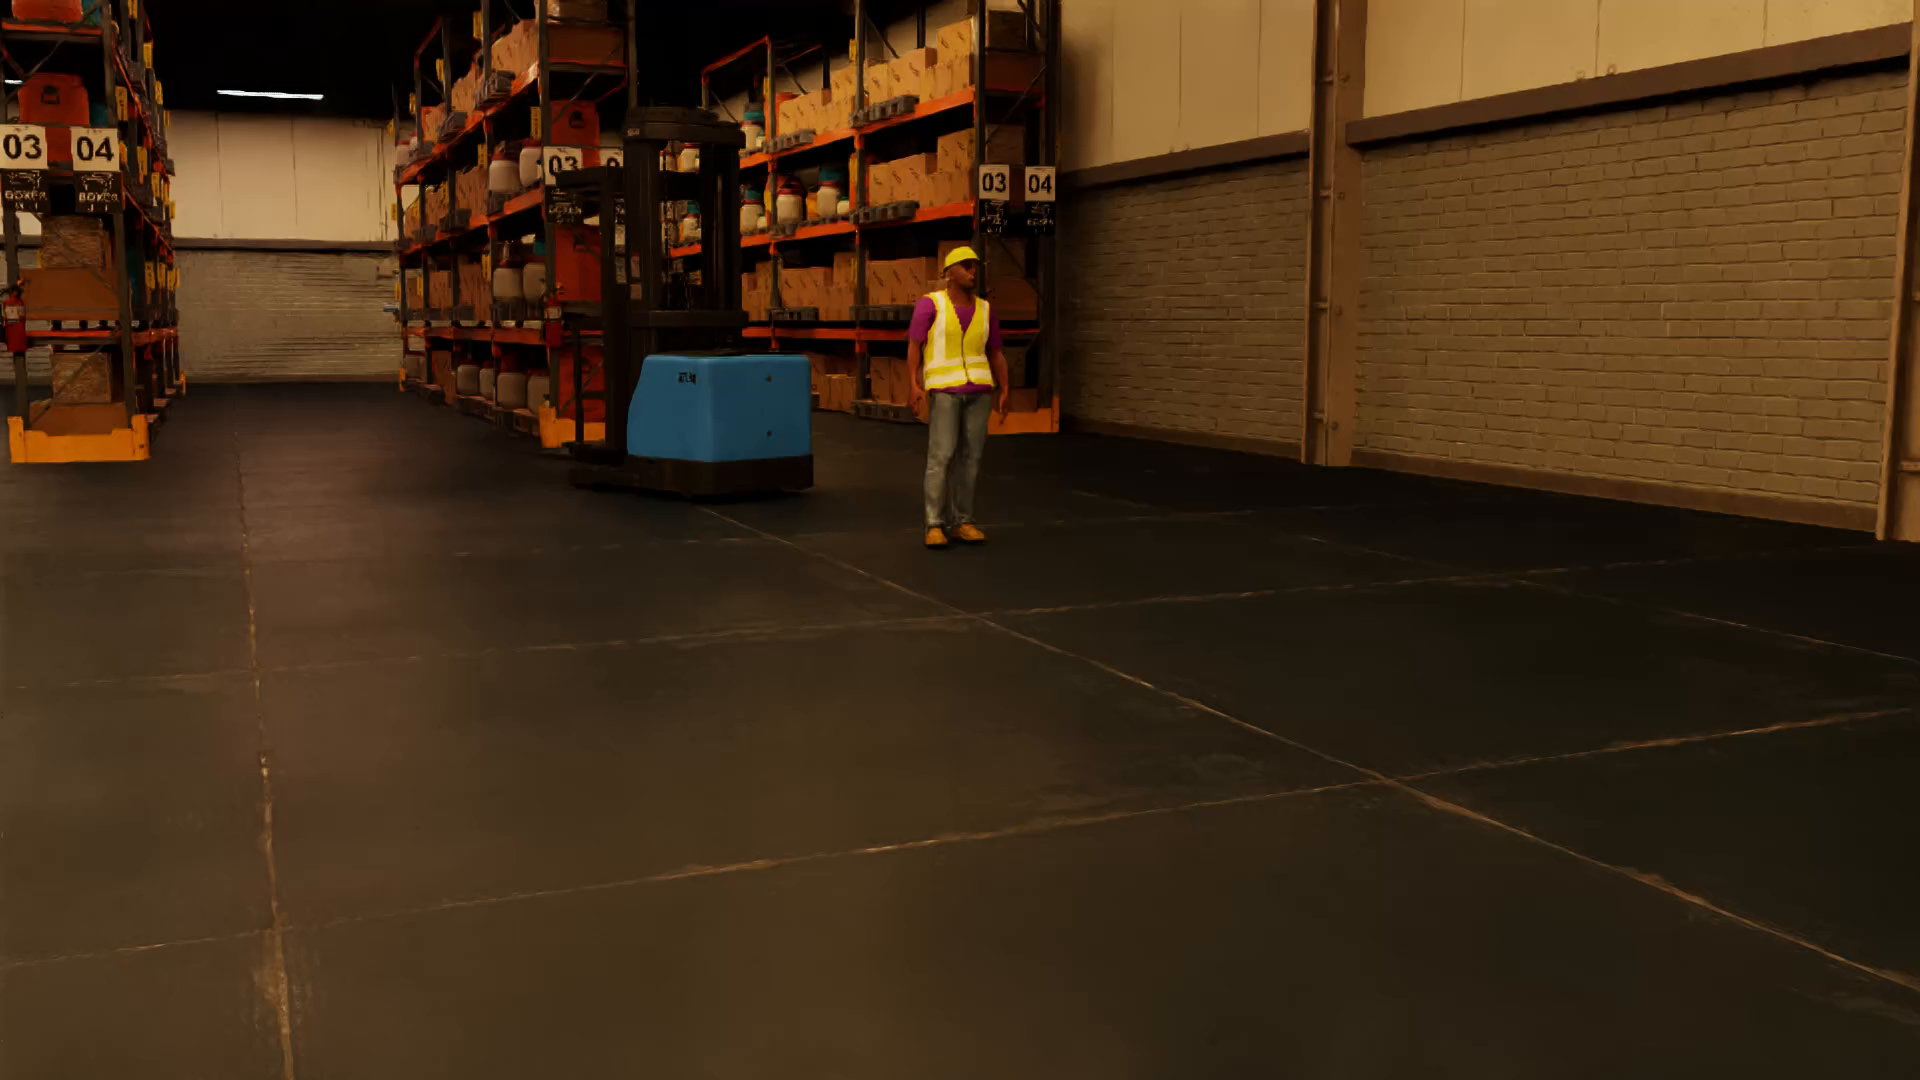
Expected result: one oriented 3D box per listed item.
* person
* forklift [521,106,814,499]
[{"bbox_3d":[0.023,-0.874,9.972,0.665,1.766,0.576,-3,8,-23],"label":"person"},{"bbox_3d":[-2.503,-1.896,13.321,1.130,2.935,3.031,-7,10,-43],"label":"forklift"}]
